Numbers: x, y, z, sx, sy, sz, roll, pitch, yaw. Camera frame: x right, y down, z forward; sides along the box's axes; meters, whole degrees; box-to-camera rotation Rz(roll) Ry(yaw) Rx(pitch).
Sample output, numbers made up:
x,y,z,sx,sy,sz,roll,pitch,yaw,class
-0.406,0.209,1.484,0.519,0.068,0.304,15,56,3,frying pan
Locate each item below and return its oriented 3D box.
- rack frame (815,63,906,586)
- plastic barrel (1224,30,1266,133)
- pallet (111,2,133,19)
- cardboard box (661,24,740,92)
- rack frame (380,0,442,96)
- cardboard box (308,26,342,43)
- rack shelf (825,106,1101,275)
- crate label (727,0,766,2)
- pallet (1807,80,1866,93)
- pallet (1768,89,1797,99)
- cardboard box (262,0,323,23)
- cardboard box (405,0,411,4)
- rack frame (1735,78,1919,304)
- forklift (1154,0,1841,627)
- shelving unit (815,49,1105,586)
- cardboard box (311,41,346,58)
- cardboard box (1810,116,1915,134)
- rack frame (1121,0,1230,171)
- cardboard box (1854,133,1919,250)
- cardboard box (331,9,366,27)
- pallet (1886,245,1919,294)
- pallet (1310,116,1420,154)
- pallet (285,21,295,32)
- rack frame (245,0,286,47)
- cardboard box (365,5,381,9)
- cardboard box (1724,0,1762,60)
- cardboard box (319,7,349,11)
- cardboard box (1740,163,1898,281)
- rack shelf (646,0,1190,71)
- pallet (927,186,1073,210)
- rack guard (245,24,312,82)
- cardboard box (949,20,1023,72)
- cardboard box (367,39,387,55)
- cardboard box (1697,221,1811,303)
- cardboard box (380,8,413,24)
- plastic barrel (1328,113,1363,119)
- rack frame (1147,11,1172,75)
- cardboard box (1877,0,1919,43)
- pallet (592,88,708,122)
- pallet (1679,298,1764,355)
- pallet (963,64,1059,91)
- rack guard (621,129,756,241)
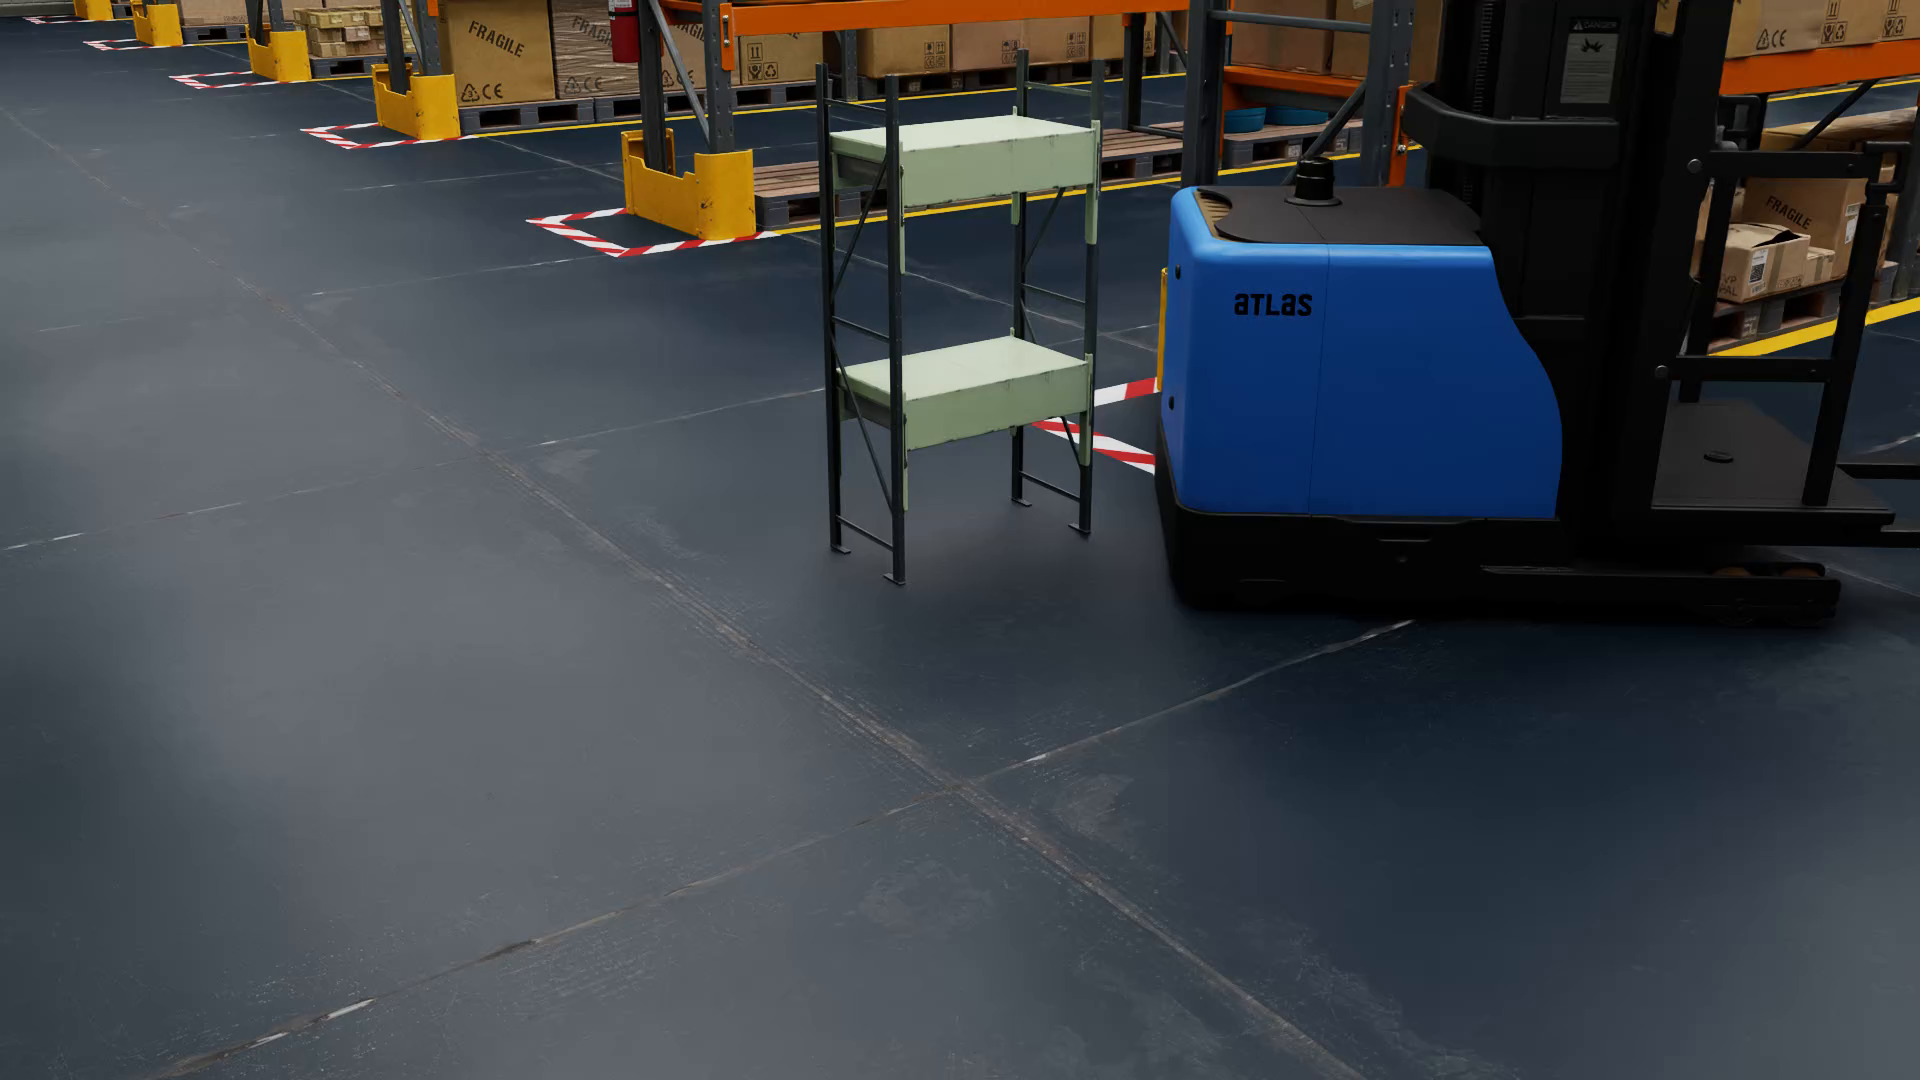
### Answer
x,y,z,sx,sy,sz,roll,pitch,yaw,class
-0.292,-0.619,4.924,0.023,1.500,0.400,-15,26,-33,rack frame
2.029,-3.571,12.564,0.708,0.901,0.600,-15,26,-33,plastic barrel
-12.543,-8.231,25.738,1.213,0.211,1.003,-15,26,-33,pallet
-2.628,-4.623,15.235,0.875,0.875,0.875,-15,26,-33,cardboard box
-4.562,-4.863,13.535,0.127,3.000,1.000,-15,26,-33,rack frame
-6.802,-5.422,17.815,0.250,0.149,0.380,-14,26,-31,cardboard box
0.005,-1.061,4.977,0.720,0.370,0.431,-15,26,-33,rack shelf
-1.277,-3.277,9.707,0.303,0.233,0.416,-15,26,-33,crate label
8.641,-4.808,17.160,1.213,0.211,1.003,-15,26,-33,pallet
7.456,-4.493,16.372,1.213,0.211,1.003,-15,26,-33,pallet
-9.134,-7.223,22.340,0.875,0.438,0.875,-14,26,-31,cardboard box
-7.675,-7.611,23.314,0.875,0.438,0.875,-15,26,-34,cardboard box
4.467,-2.747,8.234,0.127,3.000,1.000,-15,26,-33,rack frame
2.160,-1.314,4.734,3.031,2.935,1.130,1,22,3,forklift
0.005,-0.698,5.122,0.755,1.500,0.431,-15,26,-33,shelving unit
-6.765,-5.265,17.823,0.250,0.149,0.380,-14,26,-32,cardboard box
5.107,-2.088,9.361,0.500,0.500,0.500,-15,26,-33,cardboard box
1.577,-4.238,11.971,0.127,3.000,1.000,-15,26,-33,rack frame
5.002,-1.822,8.695,0.500,0.500,0.500,-16,27,-35,cardboard box
-6.600,-5.631,17.938,0.250,0.149,0.380,-14,26,-32,cardboard box
5.105,-1.640,9.221,1.213,0.211,1.003,-15,26,-33,pallet
3.219,-3.363,13.540,1.213,0.211,1.003,-15,26,-33,pallet
-8.757,-7.008,22.674,1.213,0.211,1.003,-15,26,-33,pallet
-7.377,-6.377,17.329,0.127,3.000,1.000,-15,26,-33,rack frame
-6.474,-5.883,18.570,0.250,0.149,0.380,-16,27,-35,cardboard box
2.966,-2.273,6.912,0.500,0.500,0.500,-15,26,-32,cardboard box
-6.858,-5.752,18.241,0.250,0.149,0.380,-14,26,-32,cardboard box
4.170,-1.582,8.093,0.500,0.500,0.500,-15,26,-33,cardboard box
-0.046,-3.471,11.019,4.000,0.370,1.077,-15,26,-33,rack shelf
0.012,-2.507,11.394,1.213,0.211,1.003,-15,26,-33,pallet
-7.315,-5.232,17.834,0.348,0.500,1.175,-15,26,-33,rack guard
-0.083,-5.275,16.868,0.875,0.875,1.225,-16,27,-35,cardboard box
-6.402,-5.402,18.166,0.250,0.149,0.380,-15,26,-32,cardboard box
3.562,-1.332,7.721,0.500,0.311,0.500,-15,26,-33,cardboard box
-6.167,-5.726,18.175,0.250,0.149,0.380,-16,27,-35,cardboard box
3.114,-3.639,13.259,0.421,0.512,0.421,0,22,0,plastic barrel
1.932,-6.594,17.875,0.127,3.000,1.000,-15,26,-33,rack frame
4.211,-2.608,7.751,0.500,0.500,0.500,-14,26,-32,cardboard box
-2.969,-4.027,15.203,1.213,0.211,1.003,-15,26,-33,pallet
2.918,-1.038,7.714,1.213,0.211,1.003,-15,26,-33,pallet
0.258,-4.889,17.363,1.213,0.211,1.003,-15,26,-33,pallet
-1.681,-2.203,10.241,0.348,0.500,1.175,-15,26,-33,rack guard
